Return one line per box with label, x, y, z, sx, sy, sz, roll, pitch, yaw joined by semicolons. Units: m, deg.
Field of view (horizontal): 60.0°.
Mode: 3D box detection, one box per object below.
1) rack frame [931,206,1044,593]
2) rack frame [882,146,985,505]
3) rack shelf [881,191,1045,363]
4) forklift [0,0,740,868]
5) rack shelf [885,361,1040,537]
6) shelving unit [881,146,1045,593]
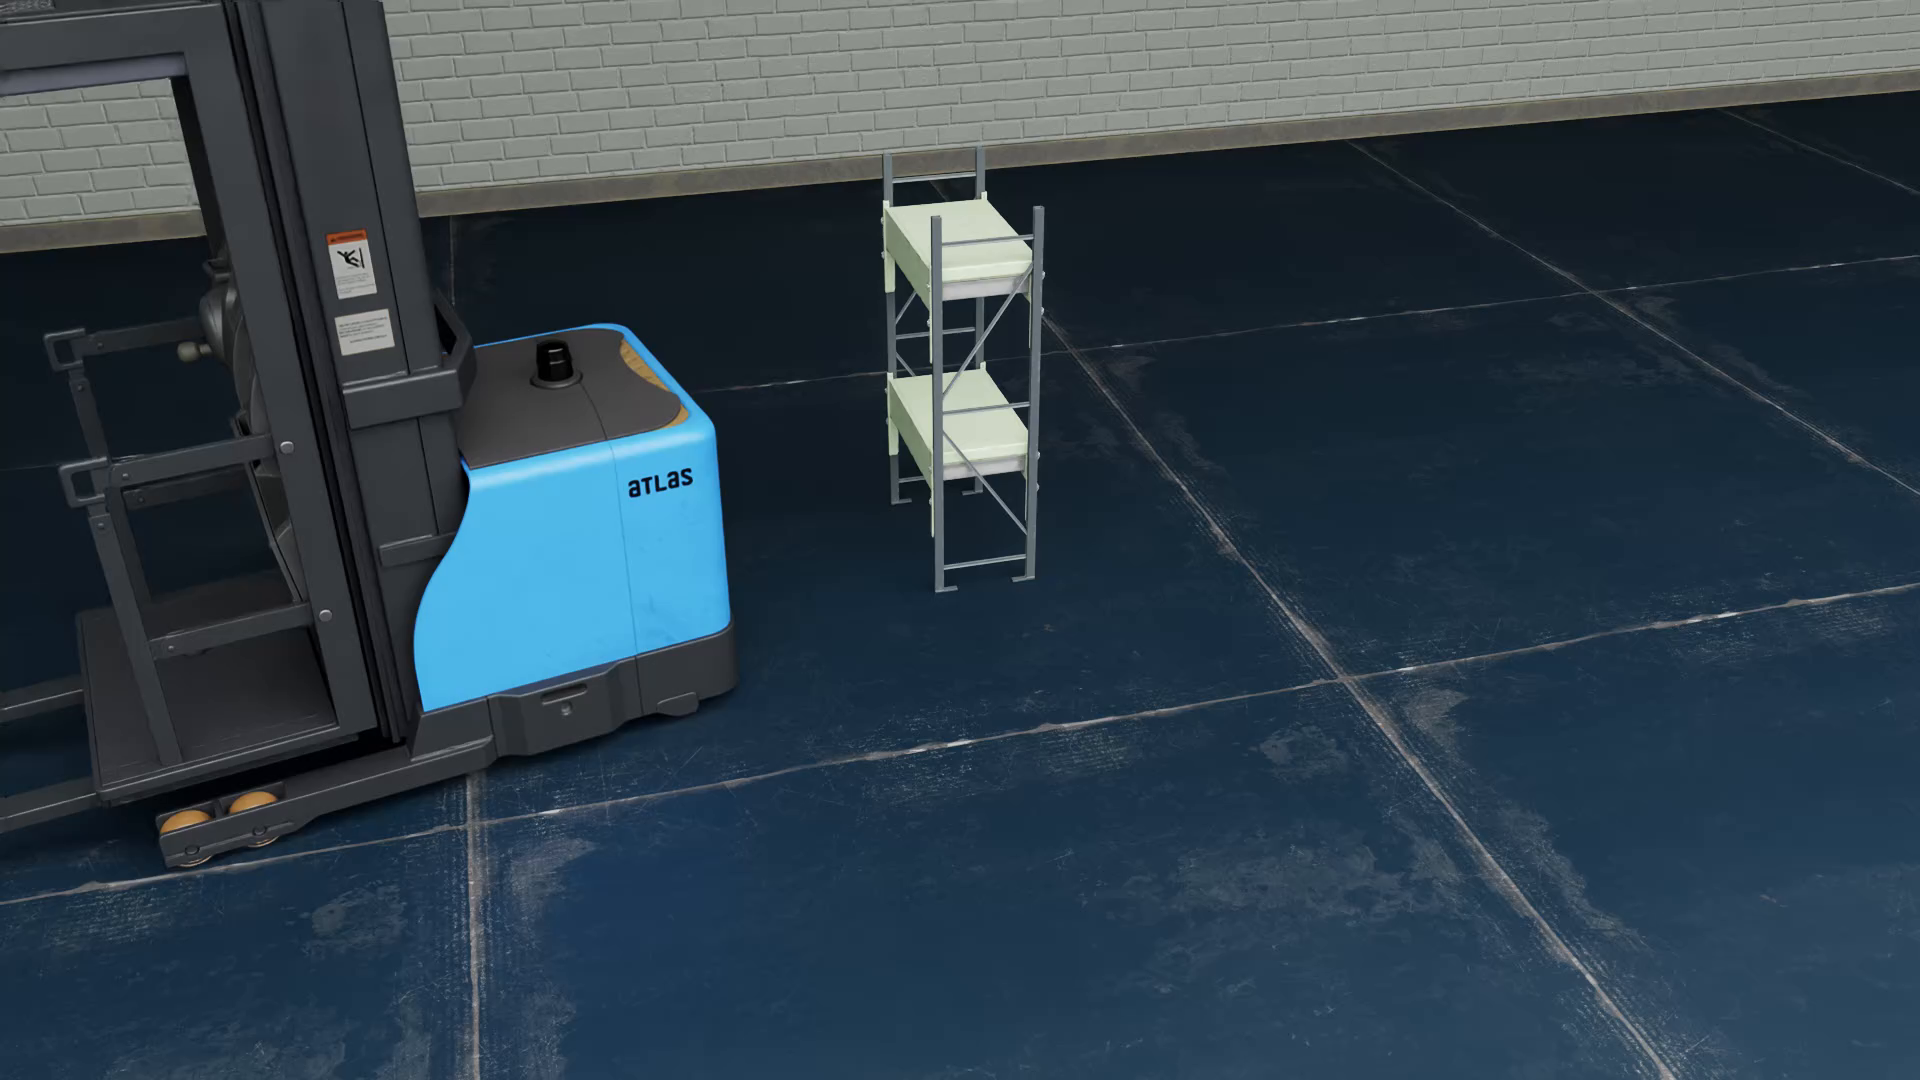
rack frame;0.095;-0.476;6.074;0.400;1.500;0.023;-8;31;-13
rack frame;-0.099;-0.829;6.685;0.400;1.500;0.023;-8;31;-13
rack shelf;-0.002;-0.990;6.184;0.431;0.370;0.720;-8;31;-13
forklift;-2.314;-0.582;4.830;3.031;2.935;1.130;-15;33;-24
rack shelf;-0.002;-0.370;6.543;0.431;0.370;0.720;-8;31;-13
shelving unit;-0.002;-0.652;6.380;0.431;1.500;0.755;-8;31;-13
